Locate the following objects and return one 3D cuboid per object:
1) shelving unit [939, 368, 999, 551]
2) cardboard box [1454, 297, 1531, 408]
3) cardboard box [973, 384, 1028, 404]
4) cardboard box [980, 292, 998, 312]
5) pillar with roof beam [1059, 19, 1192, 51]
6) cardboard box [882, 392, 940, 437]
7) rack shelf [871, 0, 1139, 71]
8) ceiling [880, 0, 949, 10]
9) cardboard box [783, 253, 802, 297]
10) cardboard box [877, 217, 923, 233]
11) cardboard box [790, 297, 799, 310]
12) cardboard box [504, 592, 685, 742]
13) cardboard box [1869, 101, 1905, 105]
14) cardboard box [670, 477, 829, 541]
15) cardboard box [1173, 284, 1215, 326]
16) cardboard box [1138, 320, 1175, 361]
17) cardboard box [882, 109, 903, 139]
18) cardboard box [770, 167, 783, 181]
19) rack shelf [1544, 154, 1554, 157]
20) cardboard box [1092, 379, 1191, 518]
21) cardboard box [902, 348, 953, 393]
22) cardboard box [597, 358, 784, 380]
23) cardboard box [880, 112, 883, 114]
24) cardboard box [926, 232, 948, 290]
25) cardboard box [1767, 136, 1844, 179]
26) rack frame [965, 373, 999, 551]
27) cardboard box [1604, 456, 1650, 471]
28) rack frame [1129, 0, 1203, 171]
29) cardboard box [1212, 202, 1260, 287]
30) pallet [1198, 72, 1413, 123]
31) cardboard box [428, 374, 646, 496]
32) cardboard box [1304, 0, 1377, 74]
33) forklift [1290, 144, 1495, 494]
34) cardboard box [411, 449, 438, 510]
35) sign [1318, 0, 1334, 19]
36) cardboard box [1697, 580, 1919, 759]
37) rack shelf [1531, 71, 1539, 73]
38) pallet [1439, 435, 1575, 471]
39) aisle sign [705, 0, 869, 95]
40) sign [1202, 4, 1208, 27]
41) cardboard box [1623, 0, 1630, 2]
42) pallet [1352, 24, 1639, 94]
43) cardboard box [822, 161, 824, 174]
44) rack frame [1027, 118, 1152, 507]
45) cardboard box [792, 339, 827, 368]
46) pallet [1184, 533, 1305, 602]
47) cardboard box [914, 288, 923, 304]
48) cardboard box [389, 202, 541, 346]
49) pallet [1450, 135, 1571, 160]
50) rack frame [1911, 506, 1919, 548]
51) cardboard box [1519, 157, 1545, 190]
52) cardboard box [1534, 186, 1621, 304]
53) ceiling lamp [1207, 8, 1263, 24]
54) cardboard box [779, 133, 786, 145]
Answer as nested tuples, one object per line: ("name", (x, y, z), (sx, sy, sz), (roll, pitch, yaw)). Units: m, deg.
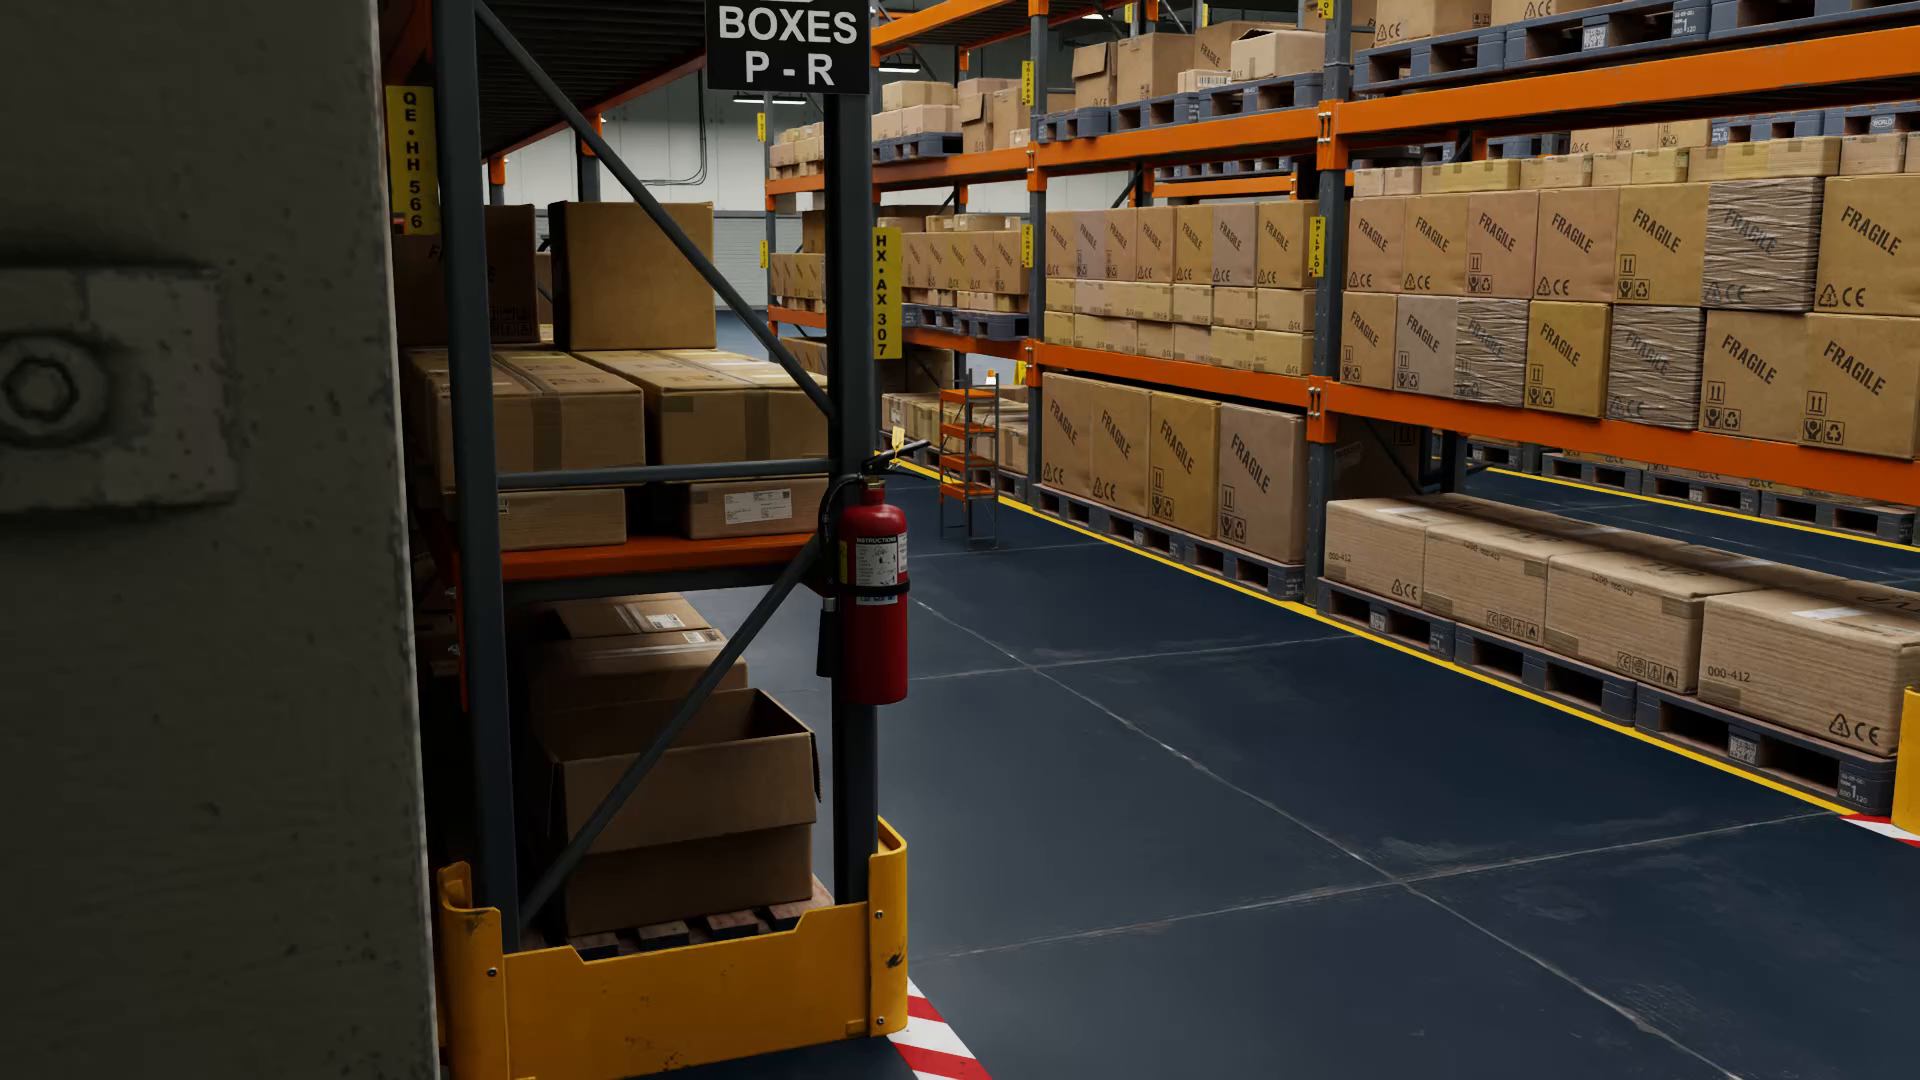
("shelving unit", (0.060, -0.564, 11.469), (0.258, 1.200, 0.503), (-4, 11, -21))
("cardboard box", (2.754, -0.916, 8.024), (0.500, 0.500, 0.500), (-4, 11, -21))
("cardboard box", (0.457, -1.461, 18.507), (0.500, 0.500, 0.500), (3, 11, 18))
("cardboard box", (0.390, -1.976, 13.786), (0.380, 0.149, 0.250), (-4, 11, -21))
("pillar with roof beam", (7.390, -12.172, 54.461), (9.100, 9.000, 0.548), (-4, 11, -21))
("cardboard box", (-0.231, -1.257, 16.532), (0.950, 0.372, 0.625), (-4, 11, -20))
("rack shelf", (0.301, -4.506, 14.557), (1.077, 0.370, 4.000), (-4, 11, -21))
("ceiling", (-0.883, -16.038, 50.496), (6.000, 0.001, 6.000), (-4, 11, -21))
("cardboard box", (-1.769, -3.099, 19.447), (0.500, 0.500, 0.500), (-4, 11, -19))
("cardboard box", (-0.583, -3.052, 16.133), (0.380, 0.149, 0.250), (-4, 11, -21))
("cardboard box", (-1.768, -2.757, 19.378), (0.380, 0.149, 0.250), (-4, 11, -20))
("cardboard box", (-1.483, 0.451, 6.562), (0.700, 0.500, 0.500), (-4, 11, -23))
("cardboard box", (6.929, -3.251, 11.928), (0.500, 0.311, 0.500), (-4, 11, -22))
("cardboard box", (-0.563, -0.103, 4.455), (0.380, 0.149, 0.250), (-4, 11, -21))
("cardboard box", (1.708, -1.518, 10.695), (0.500, 0.250, 0.500), (-4, 11, -20))
("cardboard box", (1.538, -1.358, 11.223), (0.500, 0.250, 0.500), (-4, 11, -21))
("cardboard box", (-0.401, -3.836, 15.389), (0.500, 0.250, 0.500), (-4, 11, -22))
("cardboard box", (-2.055, -4.361, 19.829), (0.380, 0.149, 0.250), (-4, 11, -21))
("rack shelf", (6.328, -2.903, 12.973), (1.077, 0.370, 4.000), (-4, 11, -21))
("cardboard box", (1.518, -0.673, 11.815), (0.875, 0.875, 0.875), (-4, 11, -20))
("cardboard box", (-0.385, -1.765, 17.596), (0.500, 0.500, 0.500), (-3, 11, -18))
("cardboard box", (-0.796, -0.401, 4.996), (0.500, 0.250, 0.500), (-4, 11, -20))
("cardboard box", (-0.742, -4.213, 16.722), (0.380, 0.149, 0.250), (-4, 11, -20))
("cardboard box", (0.024, -2.491, 14.830), (0.500, 0.500, 0.500), (-4, 11, -23))
("cardboard box", (3.322, -1.454, 6.344), (0.380, 0.149, 0.250), (-4, 11, -21))
("rack frame", (0.148, -0.524, 11.245), (0.240, 1.200, 0.015), (-4, 11, -21))
("cardboard box", (5.807, -0.870, 13.990), (0.500, 0.500, 0.500), (-4, 11, -20))
("rack frame", (2.704, -6.367, 21.823), (1.000, 3.000, 0.127), (-4, 11, -21))
("cardboard box", (1.885, -1.806, 10.175), (0.500, 0.500, 0.500), (-4, 11, -20))
("pallet", (2.097, -2.653, 10.056), (0.805, 0.209, 1.217), (-4, 11, -23))
("cardboard box", (-1.114, -0.286, 4.348), (0.500, 0.250, 0.500), (-4, 11, -19))
("cardboard box", (2.427, -3.019, 10.082), (0.500, 0.500, 0.500), (-4, 11, -22))
("forklift", (3.309, -1.713, 12.987), (1.130, 2.935, 3.031), (8, 13, 40))
("cardboard box", (-1.425, -0.191, 4.951), (0.380, 0.149, 0.250), (-4, 11, -21))
("sign", (1.973, -2.974, 8.940), (0.100, 0.325, 0.005), (-4, 11, -21))
("cardboard box", (3.593, 0.482, 6.566), (0.875, 0.438, 0.875), (-4, 11, -23))
("rack shelf", (8.088, -5.983, 21.728), (1.077, 0.370, 4.000), (-4, 11, -21))
("pallet", (5.388, -0.868, 16.002), (1.003, 0.211, 1.213), (-4, 11, -21))
("aisle sign", (-0.401, -1.443, 3.848), (0.394, 0.787, 0.004), (-4, 11, -21))
("sign", (3.215, -6.898, 21.915), (0.100, 0.325, 0.005), (-4, 11, -21))
("cardboard box", (3.334, -2.591, 7.394), (0.500, 0.500, 0.500), (-4, 11, -20))
("pallet", (2.762, -2.423, 8.469), (1.003, 0.211, 1.213), (-4, 11, -21))
("cardboard box", (-1.293, -4.073, 18.212), (0.380, 0.149, 0.250), (-4, 11, -21))
("rack frame", (1.026, -1.777, 13.149), (1.000, 3.000, 0.127), (-4, 11, -21))
("cardboard box", (-1.636, -2.067, 19.290), (0.500, 0.500, 0.500), (-4, 11, -23))
("pallet", (2.126, 0.128, 10.404), (1.003, 0.211, 1.213), (-4, 11, -21))
("cardboard box", (-0.207, -2.275, 15.469), (0.380, 0.149, 0.250), (-4, 11, -20))
("cardboard box", (-1.858, -0.990, 6.164), (0.500, 0.500, 0.500), (-4, 11, -22))
("pallet", (5.320, -3.593, 15.334), (1.213, 0.211, 1.003), (-3, 11, -18))
("rack frame", (7.053, -1.454, 11.337), (1.000, 3.000, 0.127), (-4, 11, -21))
("cardboard box", (2.858, -1.711, 7.789), (0.380, 0.149, 0.250), (-4, 11, -21))
("cardboard box", (2.955, -1.322, 7.455), (0.500, 0.500, 0.500), (-4, 11, -21))
("ceiling lamp", (8.179, -14.374, 50.170), (2.000, 3.185, 0.800), (-4, 11, -21))
("cardboard box", (-1.934, -4.757, 19.781), (0.380, 0.149, 0.250), (-4, 11, -21))
